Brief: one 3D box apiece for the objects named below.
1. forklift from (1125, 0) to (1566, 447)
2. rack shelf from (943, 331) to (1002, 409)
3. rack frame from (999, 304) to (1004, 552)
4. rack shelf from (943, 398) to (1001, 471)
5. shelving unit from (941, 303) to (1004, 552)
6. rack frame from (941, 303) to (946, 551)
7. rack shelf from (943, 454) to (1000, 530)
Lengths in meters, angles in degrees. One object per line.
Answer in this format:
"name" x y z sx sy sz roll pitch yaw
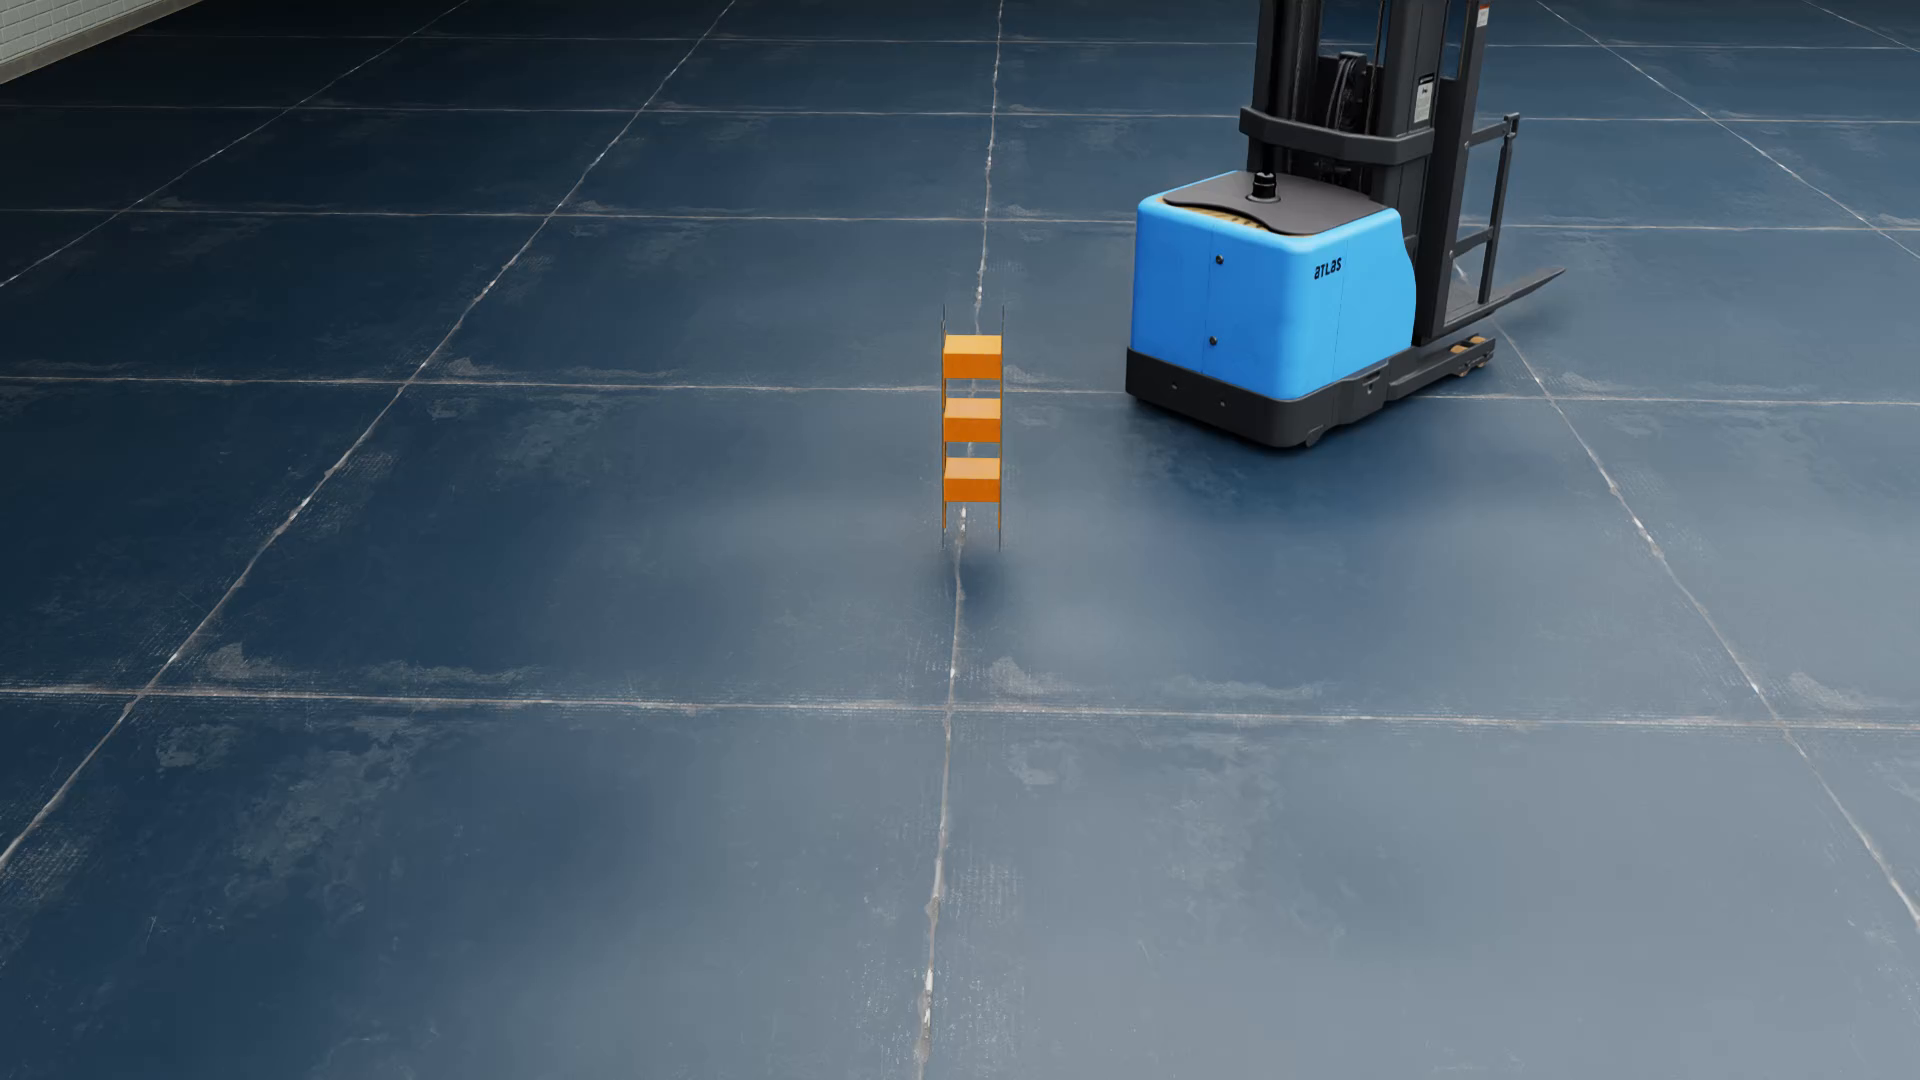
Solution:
"forklift" 2.257 -2.322 8.501 3.031 2.935 1.130 -24 36 -38
"rack shelf" 0.053 -0.704 6.874 0.240 0.259 0.215 1 28 2
"rack frame" 0.175 -0.461 6.999 0.008 1.050 0.200 1 28 2
"rack shelf" 0.053 -0.454 7.007 0.240 0.259 0.215 1 28 2
"shelving unit" 0.053 -0.463 7.002 0.252 1.050 0.215 1 28 2
"rack frame" -0.068 -0.465 7.006 0.008 1.050 0.200 1 28 2
"rack shelf" 0.053 -0.208 7.138 0.240 0.259 0.215 1 28 2
